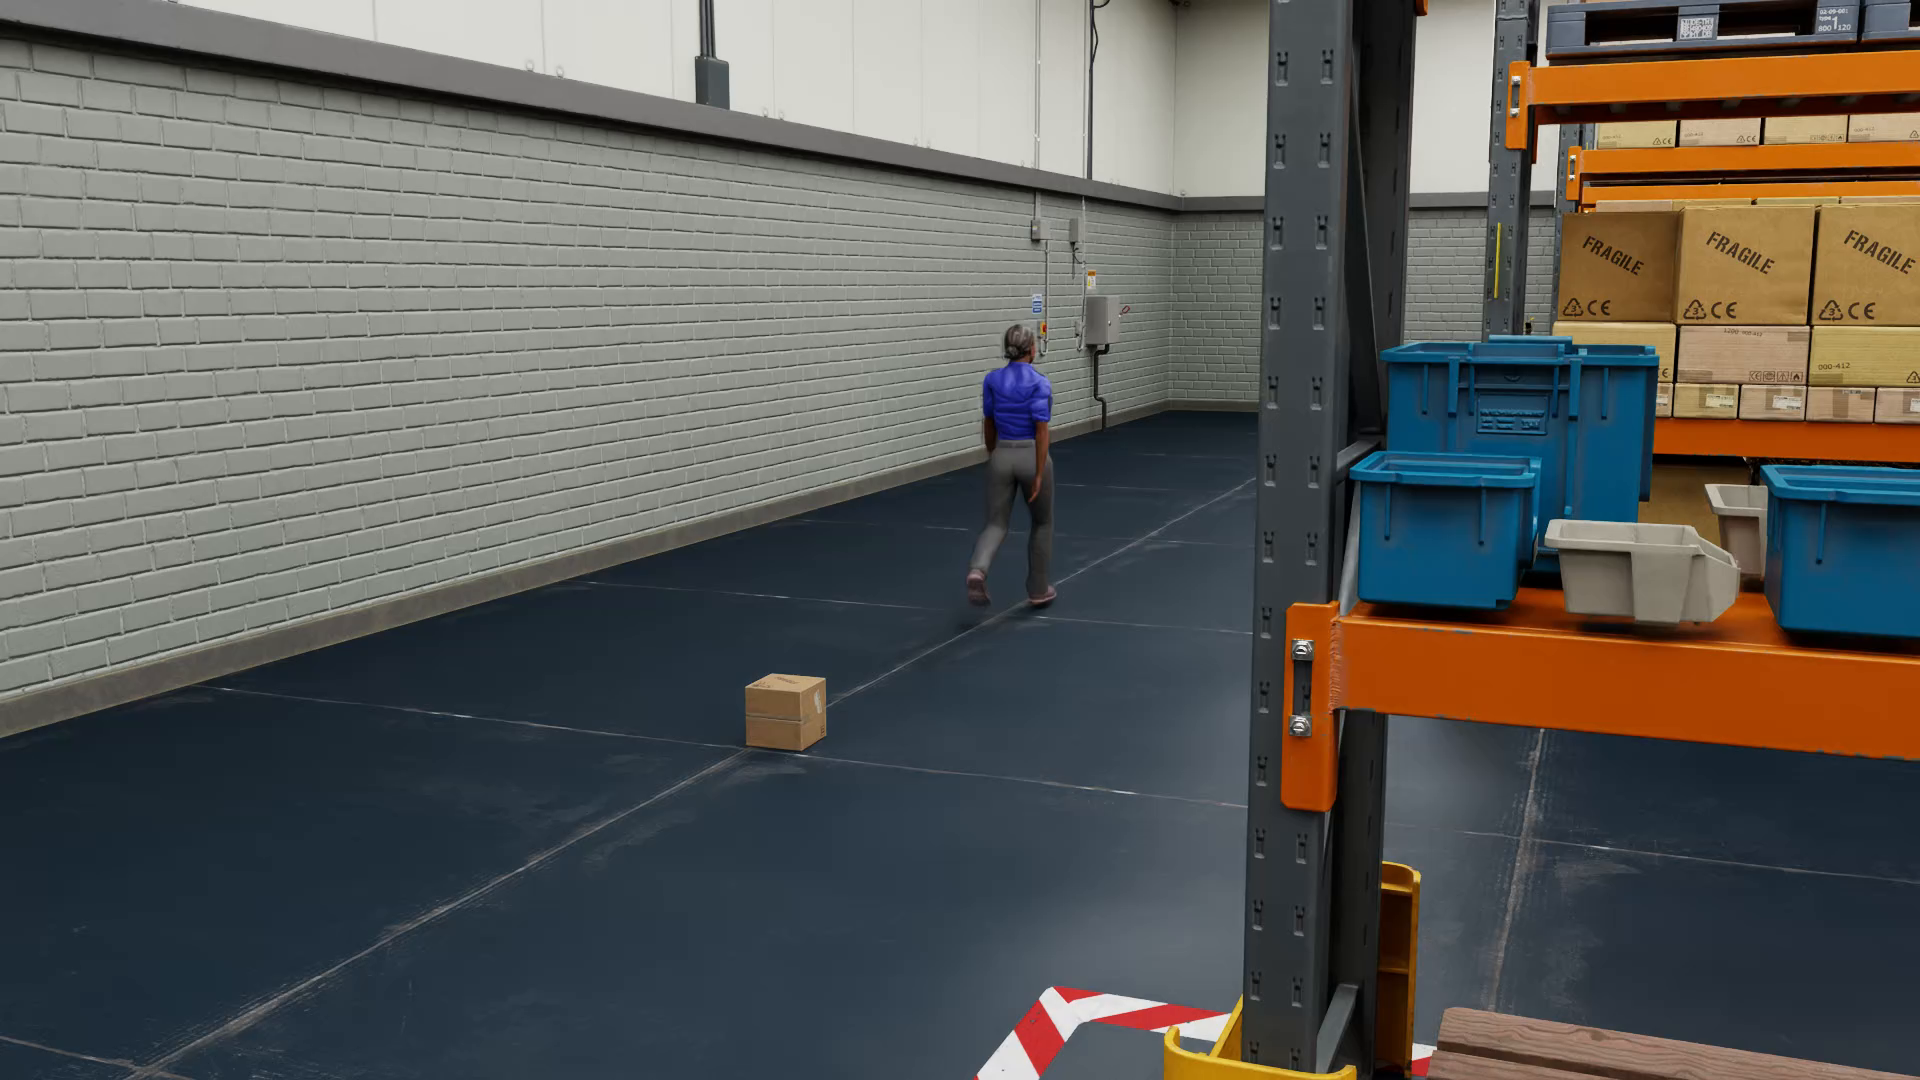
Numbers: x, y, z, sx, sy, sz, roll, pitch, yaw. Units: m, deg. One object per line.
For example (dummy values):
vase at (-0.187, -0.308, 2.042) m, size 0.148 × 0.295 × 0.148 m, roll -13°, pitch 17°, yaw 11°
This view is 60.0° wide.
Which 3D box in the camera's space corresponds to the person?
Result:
person at (0.313, -0.408, 9.415) m, size 0.445 × 1.615 × 0.859 m, roll 3°, pitch 9°, yaw 21°
